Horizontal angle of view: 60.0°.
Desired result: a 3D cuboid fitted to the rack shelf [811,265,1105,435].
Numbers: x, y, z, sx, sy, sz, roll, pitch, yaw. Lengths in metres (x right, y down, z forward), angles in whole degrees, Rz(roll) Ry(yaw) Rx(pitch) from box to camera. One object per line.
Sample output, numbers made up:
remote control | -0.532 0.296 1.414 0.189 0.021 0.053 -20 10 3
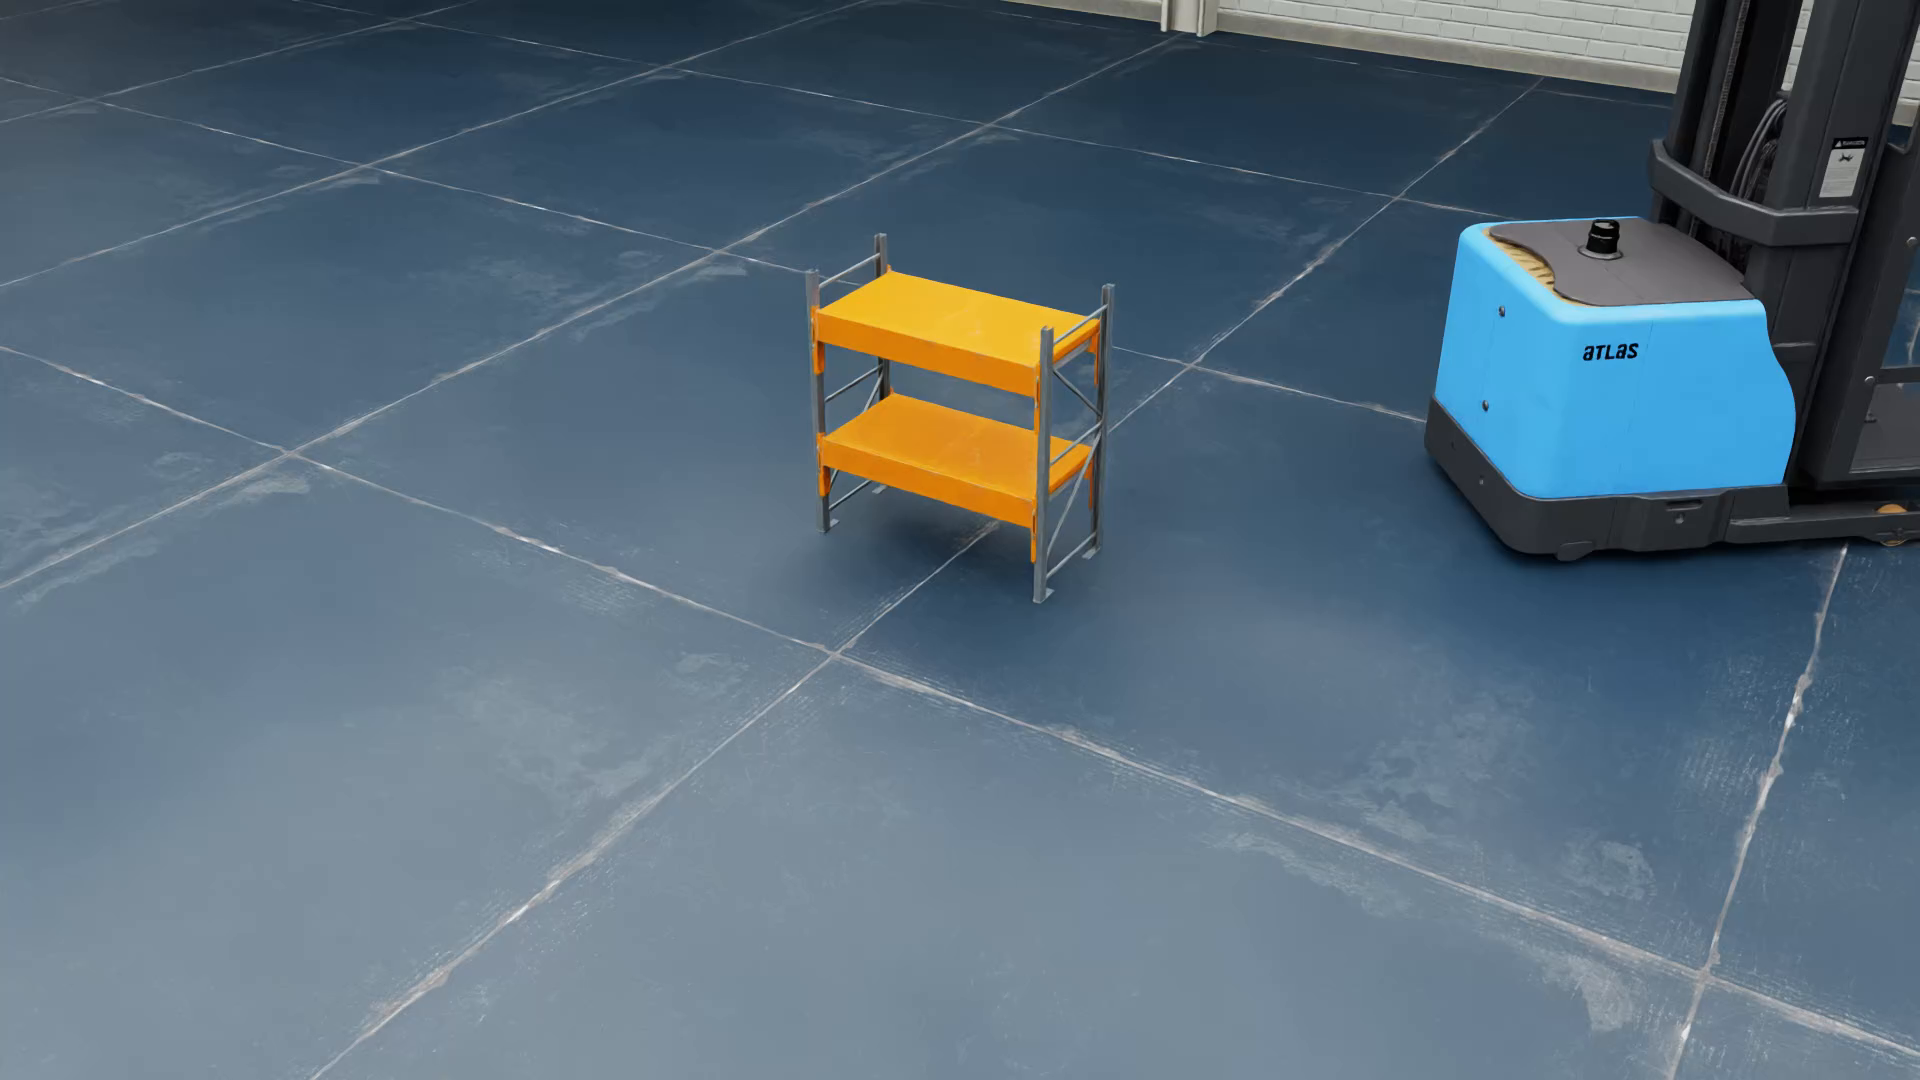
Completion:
rack shelf | -0.006 -0.740 6.322 1.000 0.278 0.538 18 35 27

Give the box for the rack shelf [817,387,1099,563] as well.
rack shelf | -0.006 -0.276 6.593 1.000 0.278 0.538 18 35 27

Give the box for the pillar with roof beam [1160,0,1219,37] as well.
pillar with roof beam | -0.331 -6.414 8.814 0.400 9.000 9.100 18 35 27

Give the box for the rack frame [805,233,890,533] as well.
rack frame | -0.436 -0.624 6.703 0.032 1.125 0.500 18 35 27

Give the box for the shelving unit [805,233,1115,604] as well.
shelving unit | -0.006 -0.488 6.470 1.048 1.125 0.538 18 35 27

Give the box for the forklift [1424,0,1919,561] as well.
forklift | 3.600 -1.502 6.417 3.031 2.935 1.130 -4 30 -6

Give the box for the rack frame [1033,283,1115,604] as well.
rack frame | 0.425 -0.351 6.236 0.032 1.125 0.500 18 35 27
